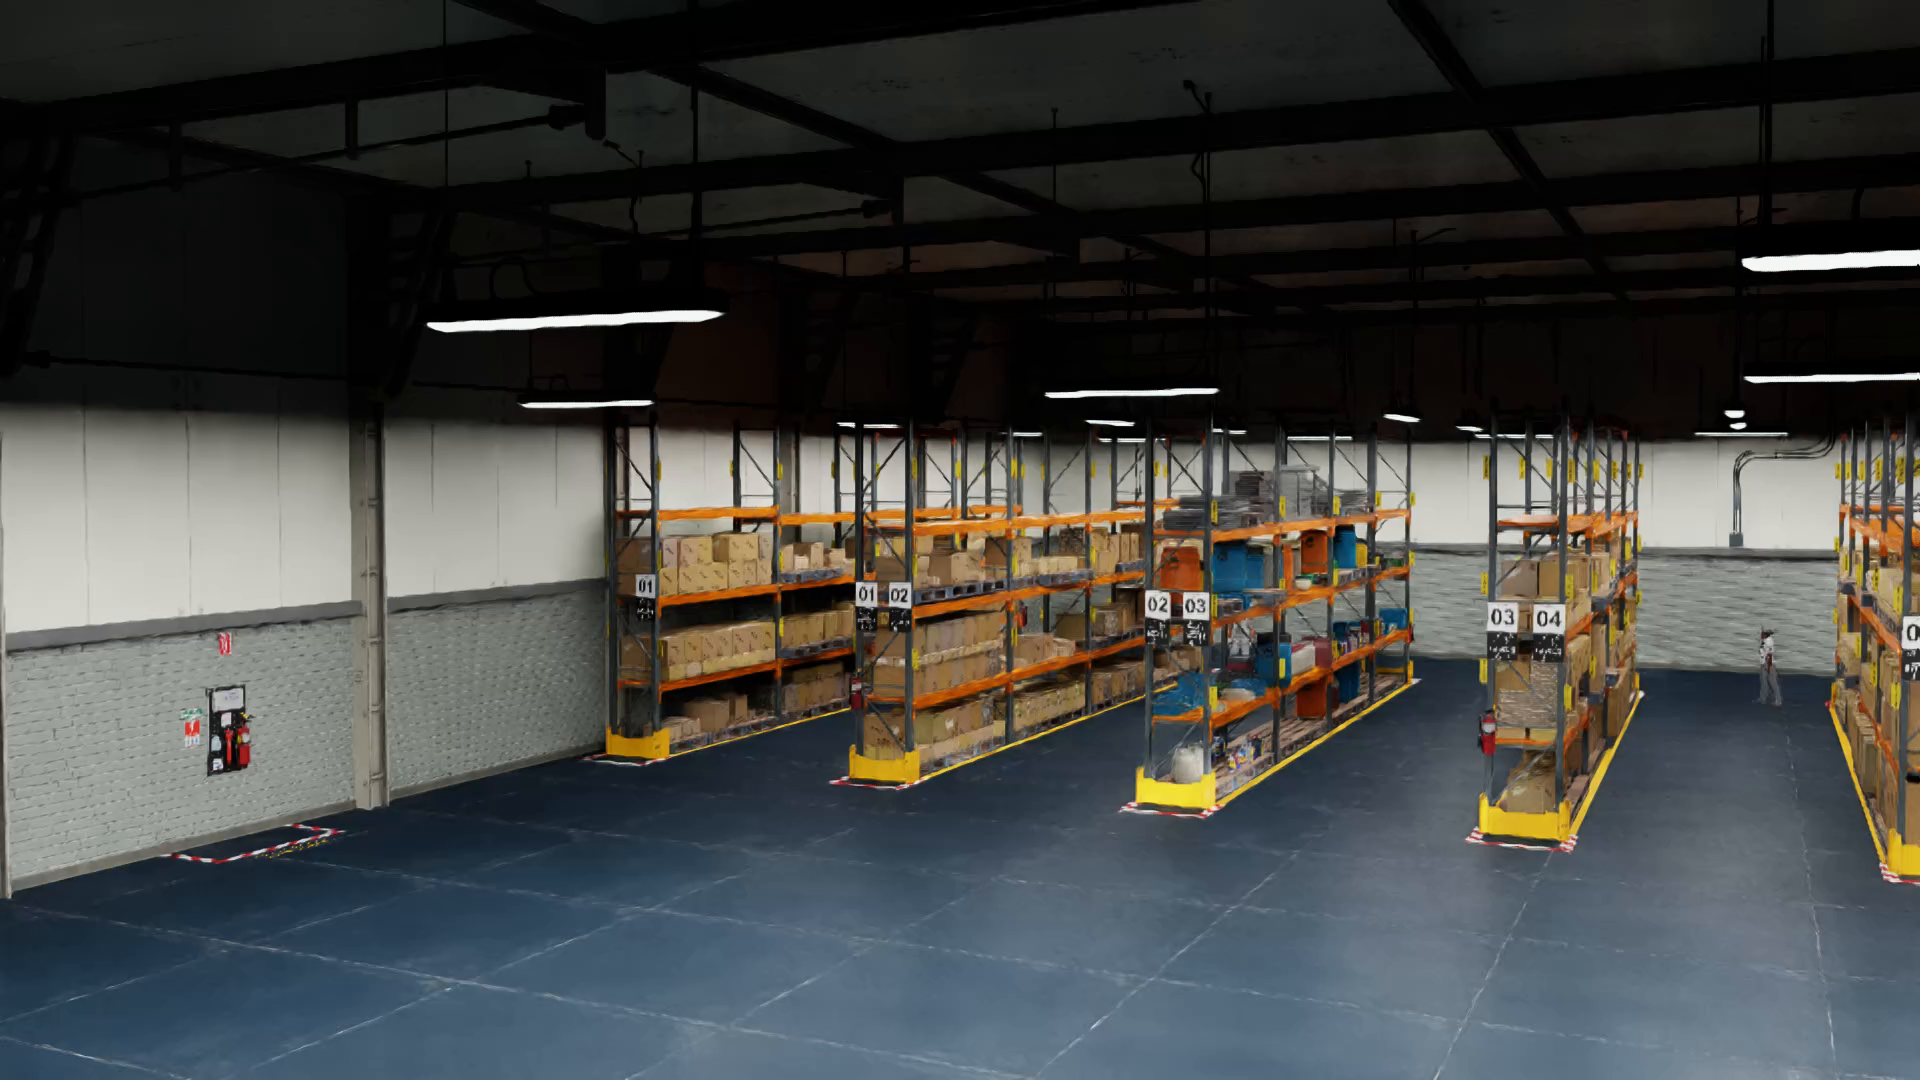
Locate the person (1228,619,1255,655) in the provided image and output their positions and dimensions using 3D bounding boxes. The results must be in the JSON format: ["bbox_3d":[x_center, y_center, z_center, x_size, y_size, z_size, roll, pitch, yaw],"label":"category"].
[{"bbox_3d":[6.751,2.457,40.031,0.677,1.742,0.552,1,3,23],"label":"person"}]

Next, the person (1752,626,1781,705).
[{"bbox_3d":[17.230,2.677,35.457,0.508,1.668,0.578,1,2,14],"label":"person"}]

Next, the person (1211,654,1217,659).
[{"bbox_3d":[6.364,2.329,43.901,0.697,1.634,0.559,-1,3,-27],"label":"person"}]
